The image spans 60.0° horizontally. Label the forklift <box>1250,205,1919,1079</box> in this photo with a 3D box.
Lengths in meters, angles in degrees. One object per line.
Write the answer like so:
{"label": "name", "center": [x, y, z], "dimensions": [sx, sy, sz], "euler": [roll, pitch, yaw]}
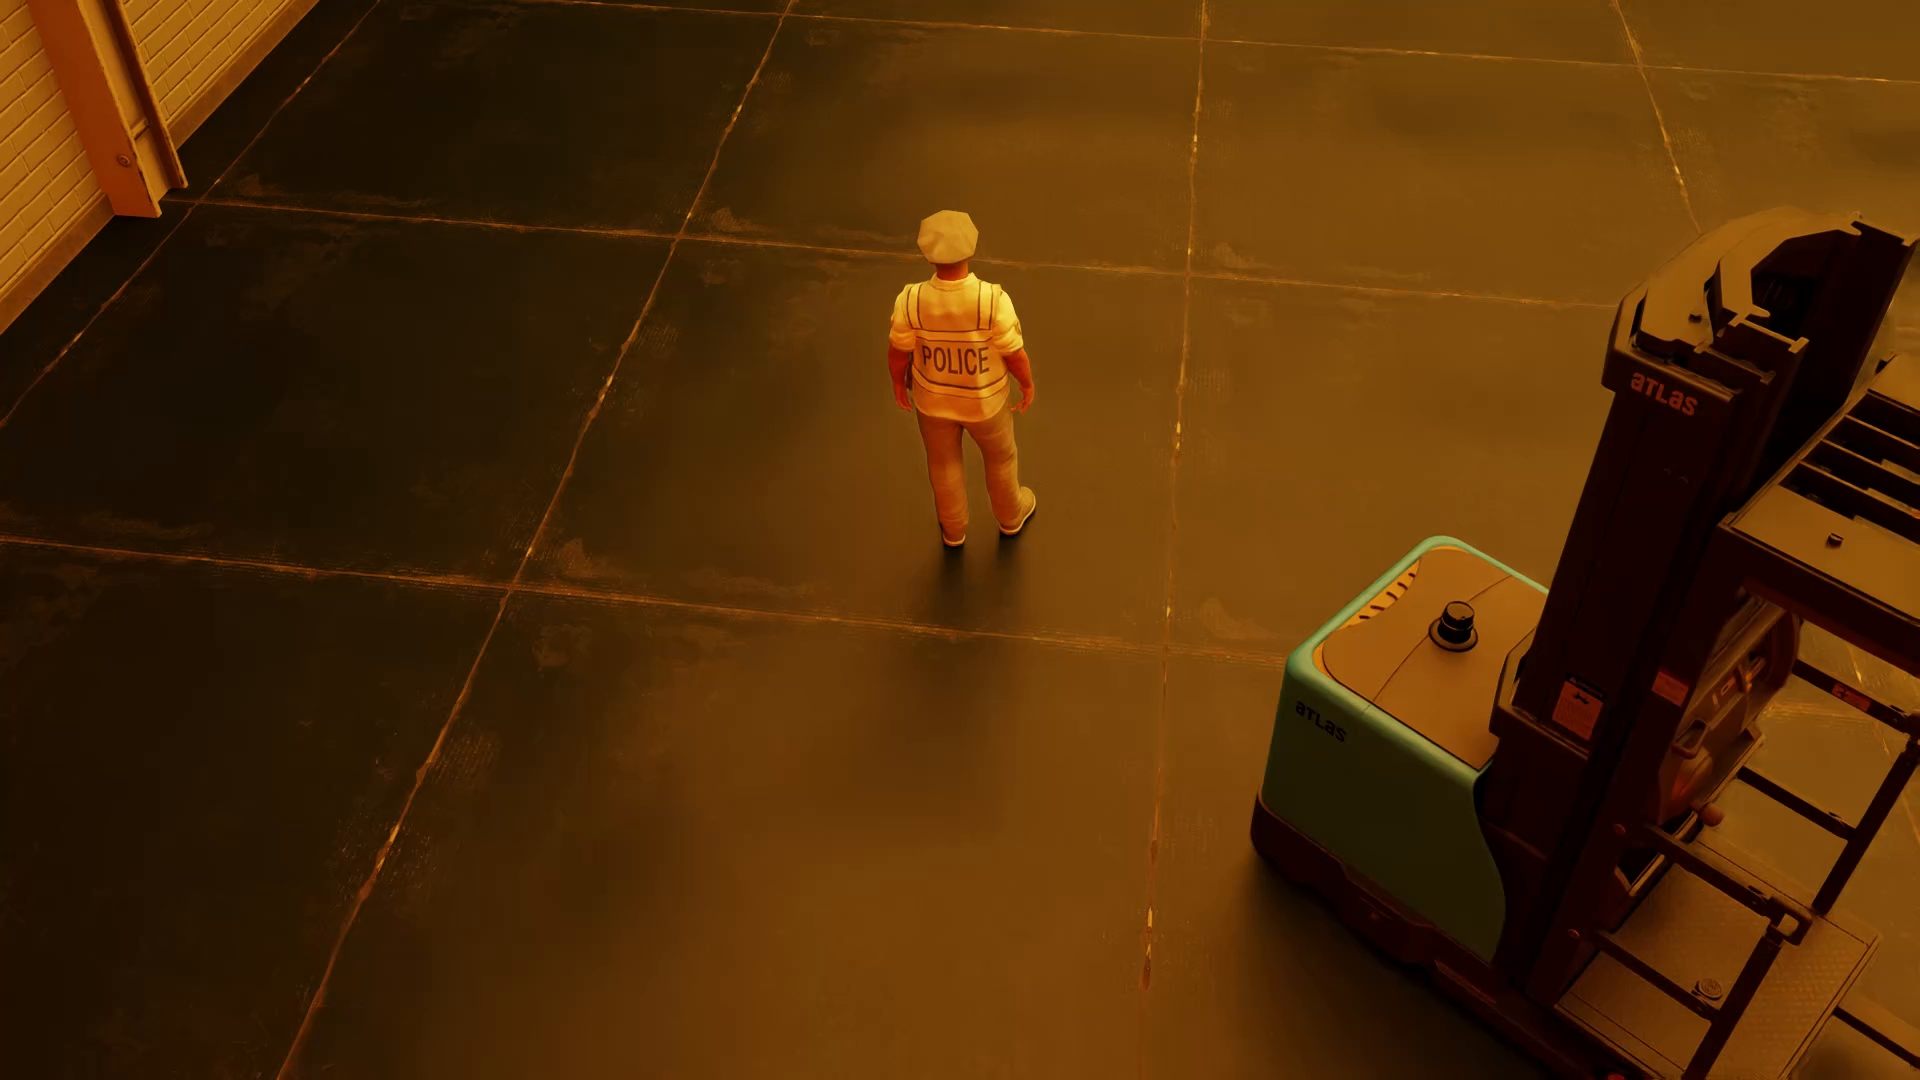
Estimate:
{"label": "forklift", "center": [2.536, 0.605, 5.066], "dimensions": [1.130, 2.935, 3.031], "euler": [-34, 52, -31]}

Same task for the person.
{"label": "person", "center": [0.022, -0.711, 7.341], "dimensions": [0.641, 1.772, 0.574], "euler": [5, 43, 6]}
